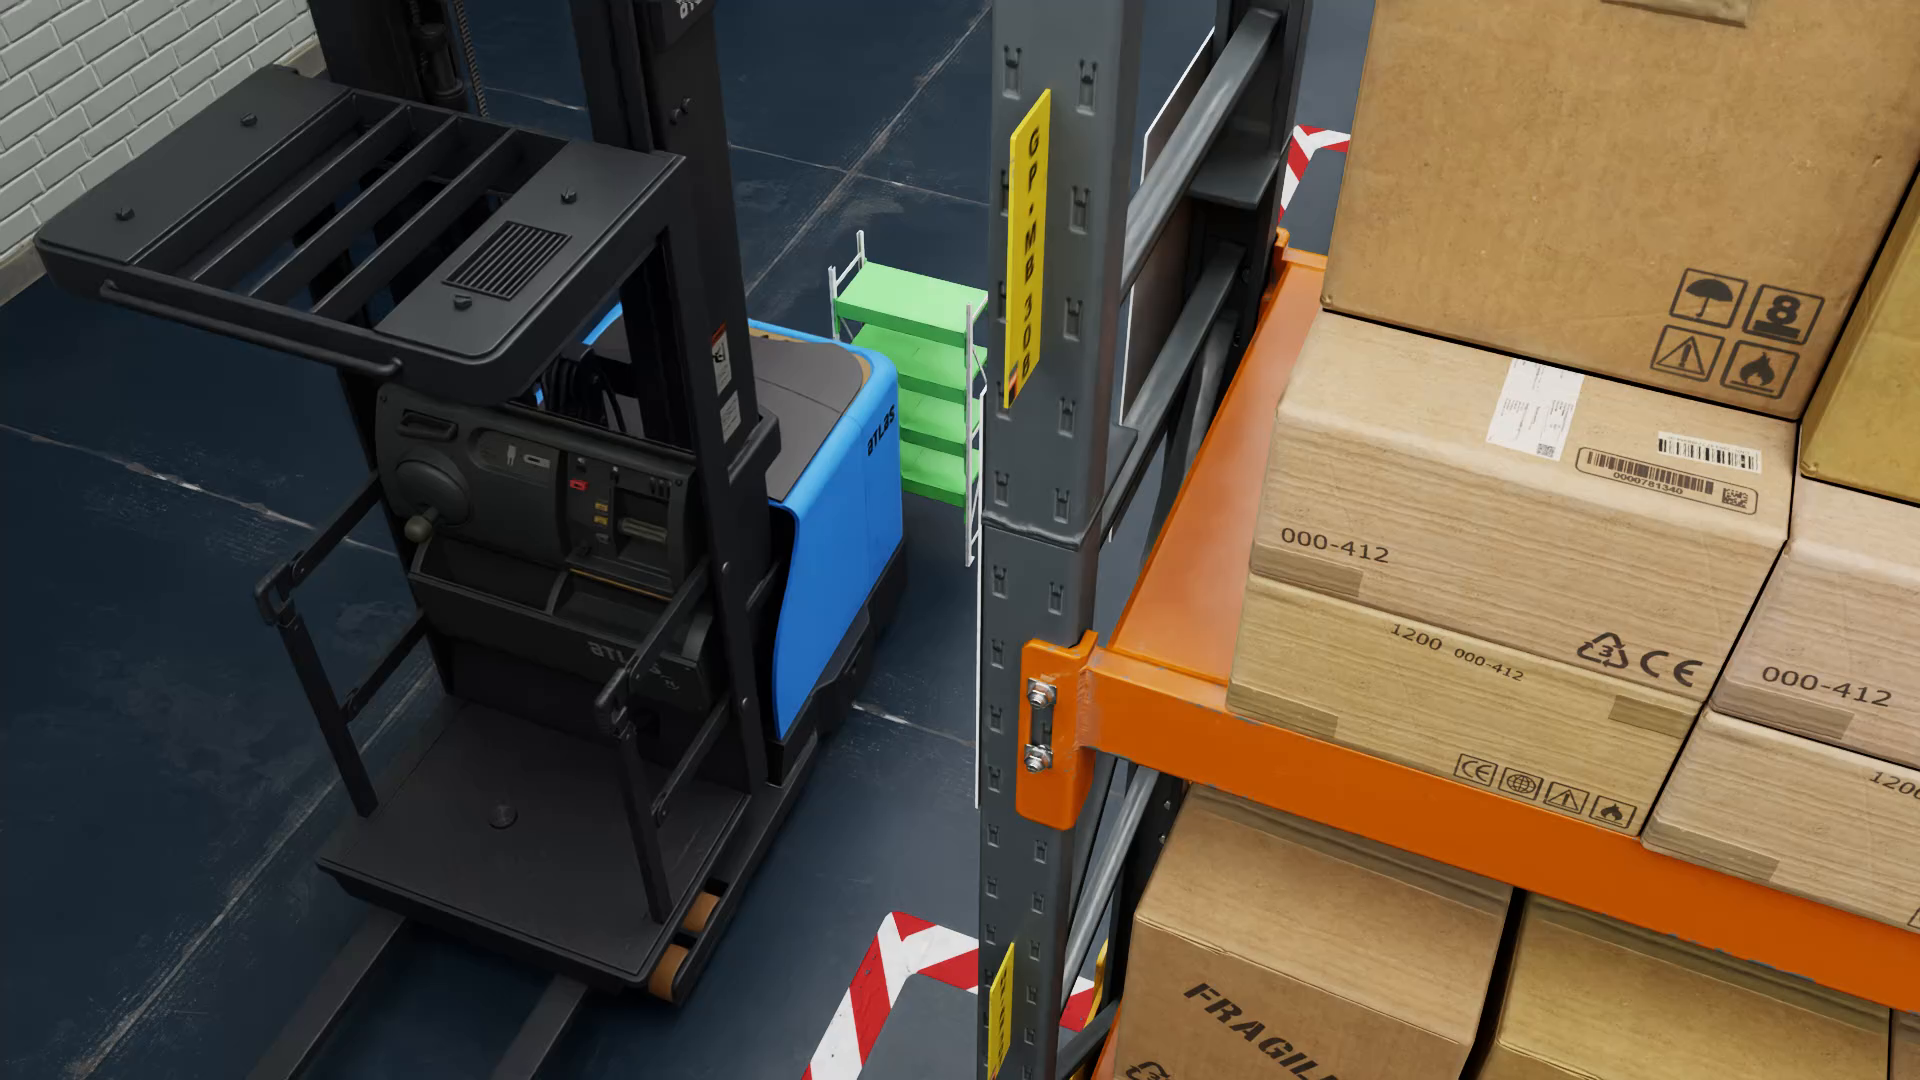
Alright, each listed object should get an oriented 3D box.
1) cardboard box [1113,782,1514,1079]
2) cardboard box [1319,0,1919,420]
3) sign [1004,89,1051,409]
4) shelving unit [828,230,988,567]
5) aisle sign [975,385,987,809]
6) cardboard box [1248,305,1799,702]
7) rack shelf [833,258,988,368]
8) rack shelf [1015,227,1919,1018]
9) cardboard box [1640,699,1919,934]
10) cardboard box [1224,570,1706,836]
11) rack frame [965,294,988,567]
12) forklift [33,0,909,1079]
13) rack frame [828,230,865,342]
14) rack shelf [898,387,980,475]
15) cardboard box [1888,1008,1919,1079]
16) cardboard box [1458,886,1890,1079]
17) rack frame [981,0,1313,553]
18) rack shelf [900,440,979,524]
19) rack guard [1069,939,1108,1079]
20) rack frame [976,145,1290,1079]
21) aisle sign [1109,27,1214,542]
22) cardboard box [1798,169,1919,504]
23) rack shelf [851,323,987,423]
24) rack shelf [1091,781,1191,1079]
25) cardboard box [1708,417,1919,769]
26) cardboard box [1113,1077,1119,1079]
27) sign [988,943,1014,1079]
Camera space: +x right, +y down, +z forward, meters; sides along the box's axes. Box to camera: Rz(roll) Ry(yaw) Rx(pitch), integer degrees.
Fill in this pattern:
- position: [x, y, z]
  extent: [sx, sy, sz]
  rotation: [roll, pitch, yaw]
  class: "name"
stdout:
- position: [0.584, 0.638, 2.702]
  extent: [0.500, 0.500, 0.500]
  rotation: [18, 48, 17]
  class: "cardboard box"
- position: [0.757, -0.588, 1.808]
  extent: [0.500, 0.500, 0.700]
  rotation: [16, 47, 16]
  class: "cardboard box"
- position: [0.067, -0.284, 1.662]
  extent: [0.005, 0.325, 0.100]
  rotation: [16, 47, 16]
  class: "sign"
- position: [-0.153, -0.470, 5.872]
  extent: [0.503, 1.200, 0.258]
  rotation: [16, 47, 16]
  class: "shelving unit"
- position: [0.100, -0.013, 2.293]
  extent: [0.004, 0.787, 0.394]
  rotation: [16, 47, 16]
  class: "aisle sign"
- position: [0.650, -0.143, 1.892]
  extent: [0.500, 0.250, 0.500]
  rotation: [16, 47, 16]
  class: "cardboard box"
- position: [-0.153, -0.765, 5.579]
  extent: [0.480, 0.148, 0.258]
  rotation: [16, 47, 16]
  class: "rack shelf"
- position: [2.122, 0.471, 2.034]
  extent: [4.000, 0.370, 1.077]
  rotation: [16, 47, 16]
  class: "rack shelf"
- position: [1.109, 0.175, 1.927]
  extent: [0.500, 0.250, 0.500]
  rotation: [16, 47, 16]
  class: "cardboard box"
- position: [0.652, 0.031, 2.072]
  extent: [0.500, 0.250, 0.500]
  rotation: [16, 47, 16]
  class: "cardboard box"
- position: [0.072, -0.404, 5.805]
  extent: [0.015, 1.200, 0.240]
  rotation: [16, 47, 16]
  class: "rack frame"
- position: [-1.199, -0.029, 4.201]
  extent: [1.130, 2.935, 3.031]
  rotation: [16, 47, 15]
  class: "forklift"
- position: [-0.378, -0.537, 5.939]
  extent: [0.015, 1.200, 0.240]
  rotation: [16, 47, 16]
  class: "rack frame"
- position: [-0.153, -0.425, 5.917]
  extent: [0.480, 0.148, 0.258]
  rotation: [16, 47, 16]
  class: "rack shelf"
- position: [1.529, 0.914, 2.425]
  extent: [0.500, 0.500, 0.500]
  rotation: [17, 47, 16]
  class: "cardboard box"
- position: [1.070, 0.775, 2.564]
  extent: [0.500, 0.500, 0.500]
  rotation: [17, 47, 16]
  class: "cardboard box"
- position: [0.276, -1.391, 1.268]
  extent: [0.127, 3.000, 1.000]
  rotation: [16, 47, 16]
  class: "rack frame"
- position: [-0.153, -0.255, 6.086]
  extent: [0.480, 0.148, 0.258]
  rotation: [16, 47, 16]
  class: "rack shelf"
- position: [0.346, 1.643, 4.245]
  extent: [0.348, 0.500, 1.175]
  rotation: [16, 47, 16]
  class: "rack guard"
- position: [0.276, 0.736, 3.384]
  extent: [0.127, 3.000, 1.000]
  rotation: [16, 47, 16]
  class: "rack frame"
- position: [0.331, -0.404, 2.686]
  extent: [0.004, 0.787, 0.394]
  rotation: [16, 47, 16]
  class: "aisle sign"
- position: [1.185, -0.398, 1.616]
  extent: [0.500, 0.500, 0.700]
  rotation: [16, 47, 16]
  class: "cardboard box"
- position: [-0.153, -0.595, 5.748]
  extent: [0.480, 0.148, 0.258]
  rotation: [16, 47, 16]
  class: "rack shelf"
- position: [2.122, 1.534, 3.092]
  extent: [4.000, 0.370, 1.077]
  rotation: [16, 47, 16]
  class: "rack shelf"
- position: [1.109, -0.002, 1.751]
  extent: [0.500, 0.250, 0.500]
  rotation: [16, 47, 16]
  class: "cardboard box"
- position: [0.584, 0.993, 3.055]
  extent: [0.500, 0.500, 0.500]
  rotation: [17, 47, 17]
  class: "cardboard box"
- position: [0.067, 0.782, 2.723]
  extent: [0.005, 0.325, 0.100]
  rotation: [16, 47, 16]
  class: "sign"
